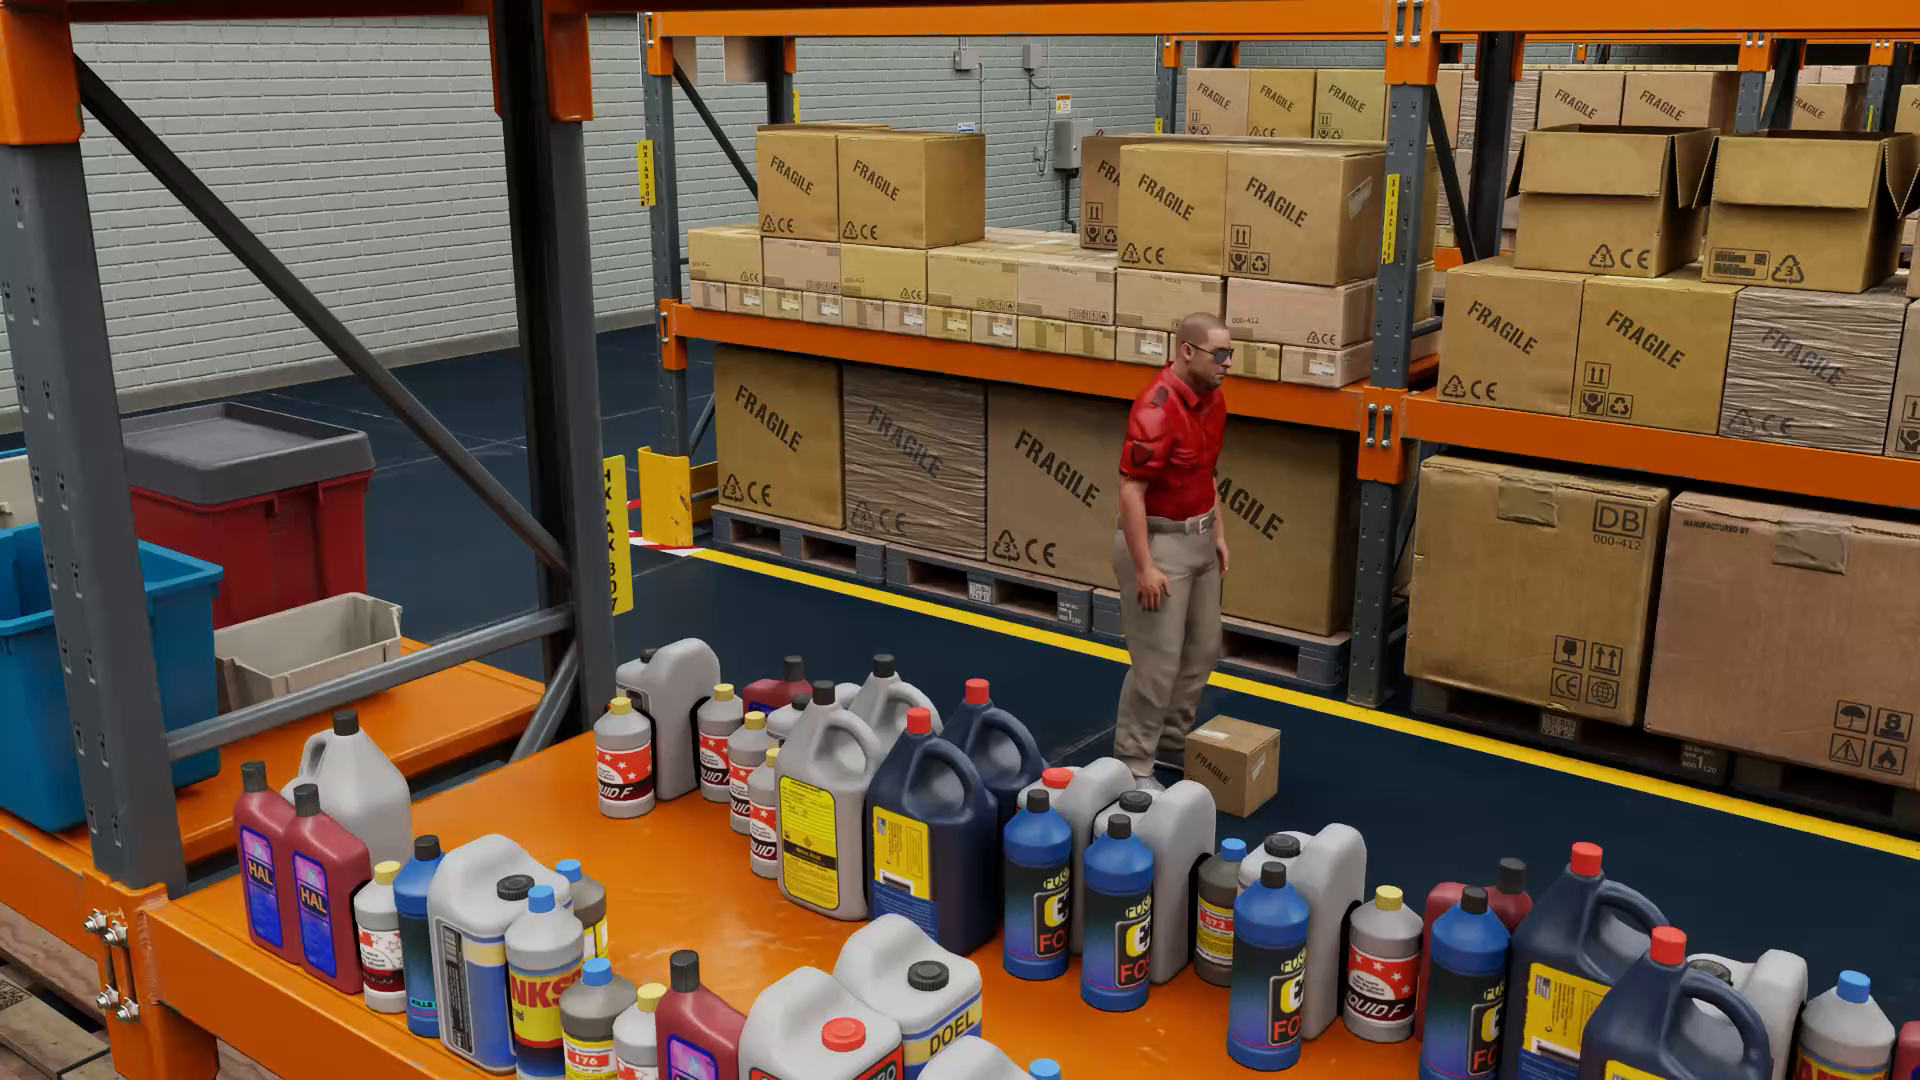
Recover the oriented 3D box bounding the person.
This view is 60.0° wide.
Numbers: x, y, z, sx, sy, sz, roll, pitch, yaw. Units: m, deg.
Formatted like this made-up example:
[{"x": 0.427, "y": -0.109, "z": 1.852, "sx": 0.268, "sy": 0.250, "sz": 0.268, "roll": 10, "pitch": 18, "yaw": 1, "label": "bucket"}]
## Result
[{"x": 0.764, "y": 0.055, "z": 5.872, "sx": 0.392, "sy": 1.727, "sz": 0.585, "roll": 12, "pitch": 20, "yaw": 35, "label": "person"}]
